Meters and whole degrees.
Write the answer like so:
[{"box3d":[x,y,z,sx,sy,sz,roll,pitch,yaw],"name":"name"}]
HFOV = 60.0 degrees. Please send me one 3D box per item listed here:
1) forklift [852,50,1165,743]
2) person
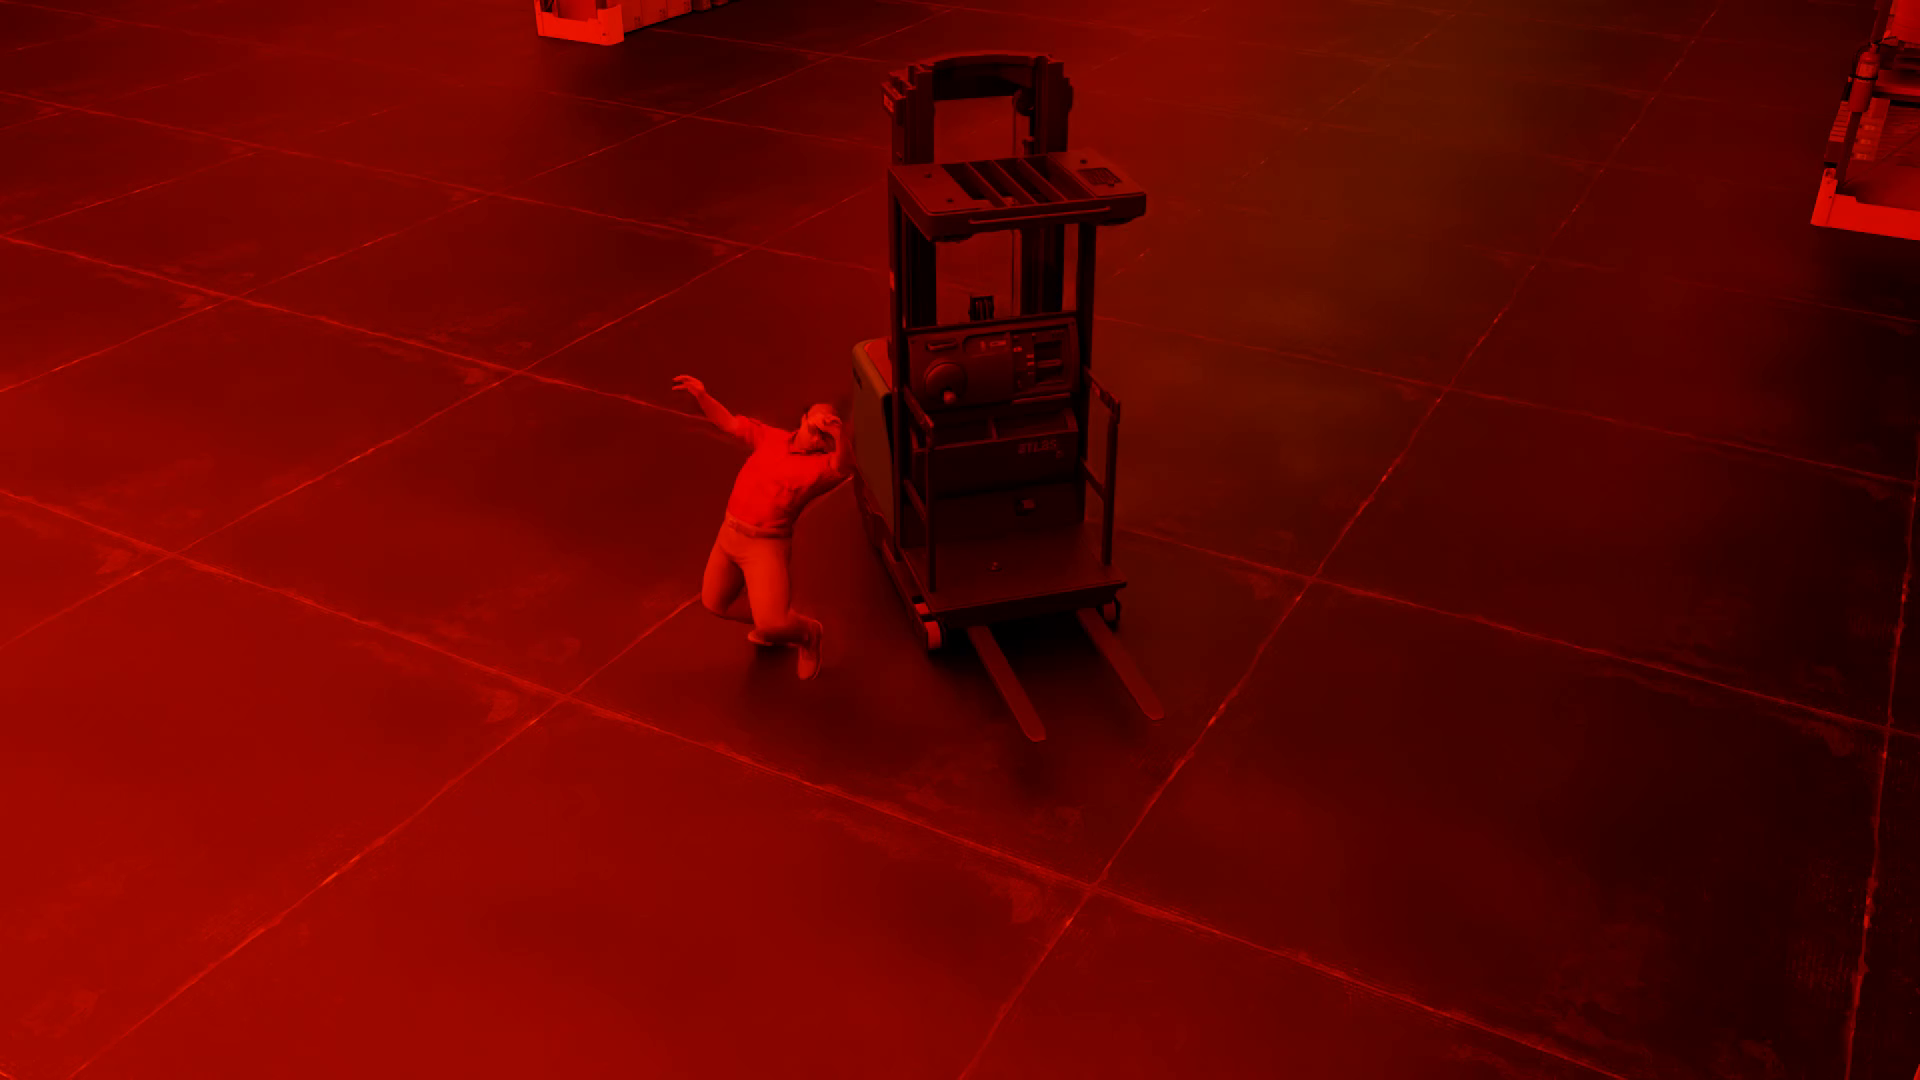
[{"box3d":[0.246,-0.889,8.611,1.130,2.935,3.031,-8,31,-14],"name":"forklift"},{"box3d":[-0.897,-0.041,8.482,0.961,1.645,0.752,25,39,37],"name":"person"}]
